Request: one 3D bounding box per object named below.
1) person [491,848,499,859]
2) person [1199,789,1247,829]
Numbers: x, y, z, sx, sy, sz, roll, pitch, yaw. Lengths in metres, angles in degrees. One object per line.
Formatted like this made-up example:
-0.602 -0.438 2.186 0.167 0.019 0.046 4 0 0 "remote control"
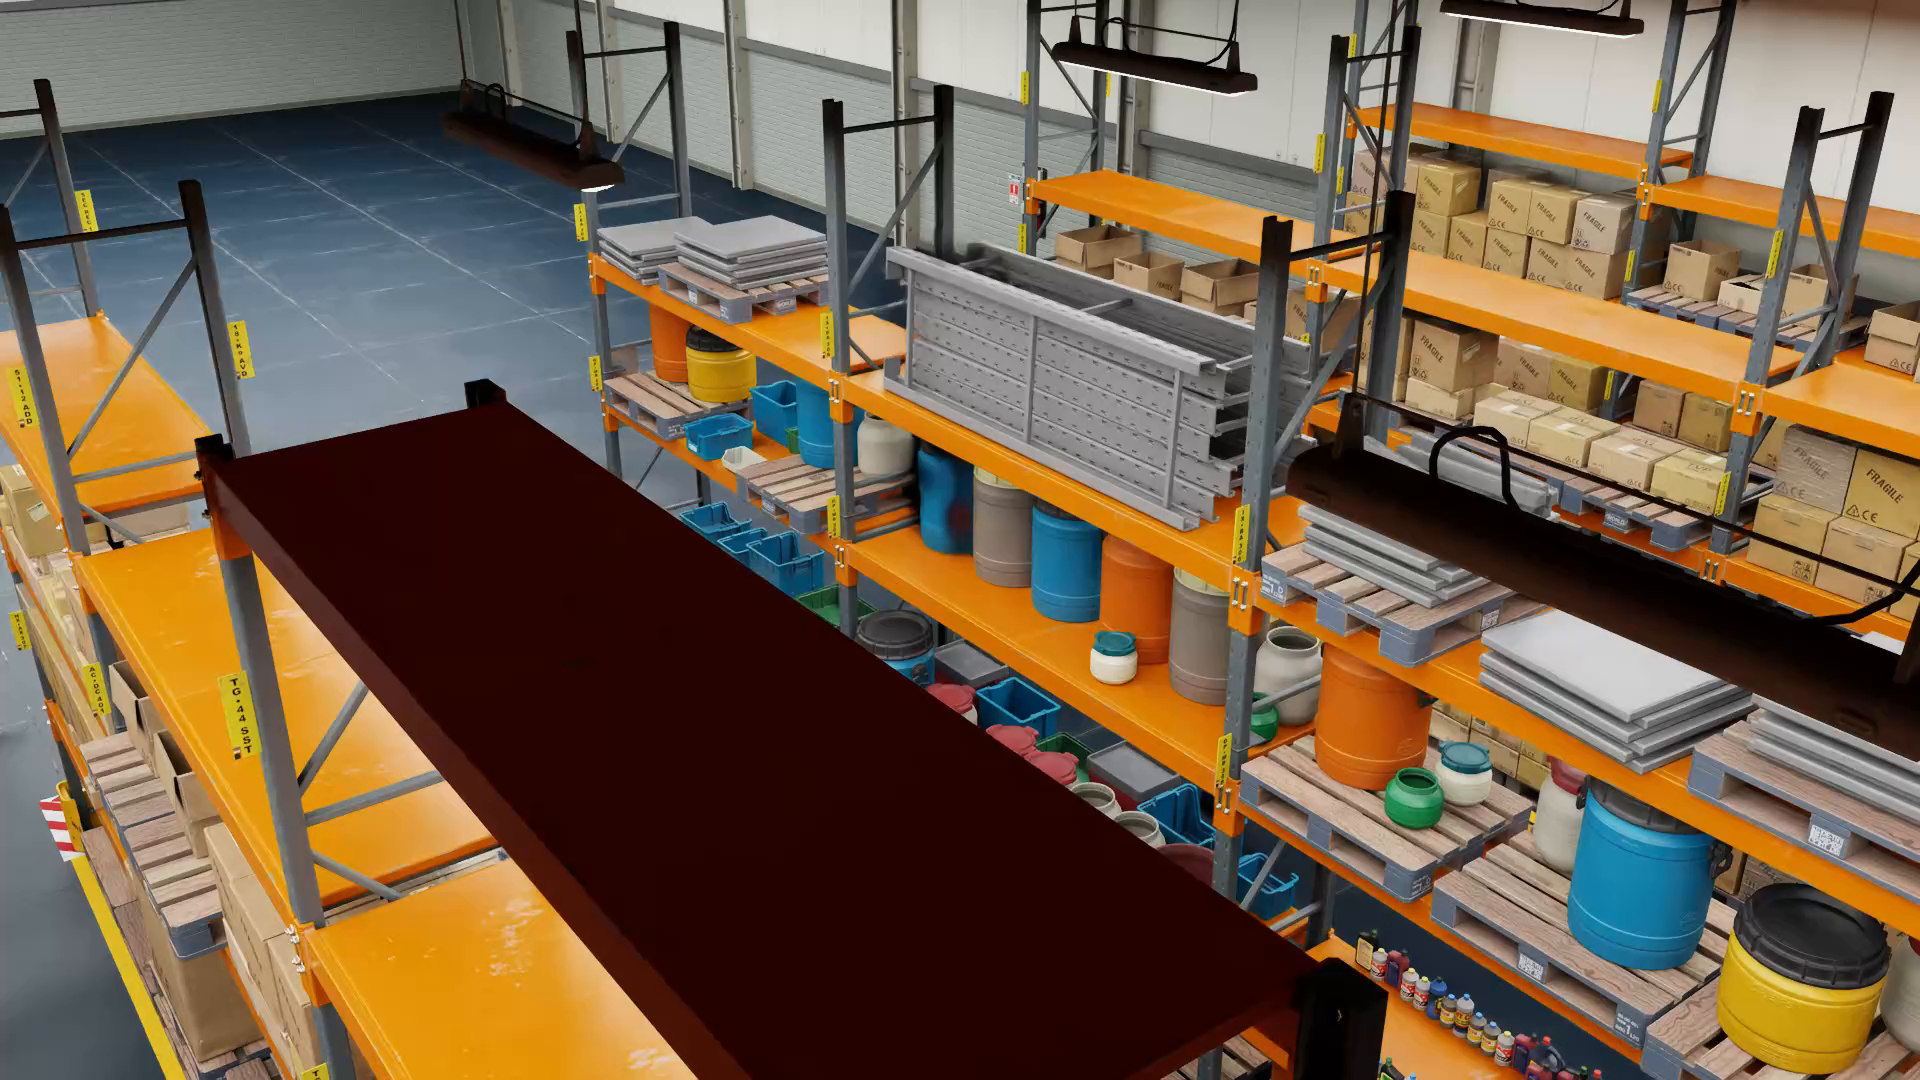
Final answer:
-3.633 2.290 12.157 0.687 1.583 0.875 -13 28 -26 "person"
2.129 1.653 13.489 0.612 1.703 0.777 -15 29 -29 "person"
